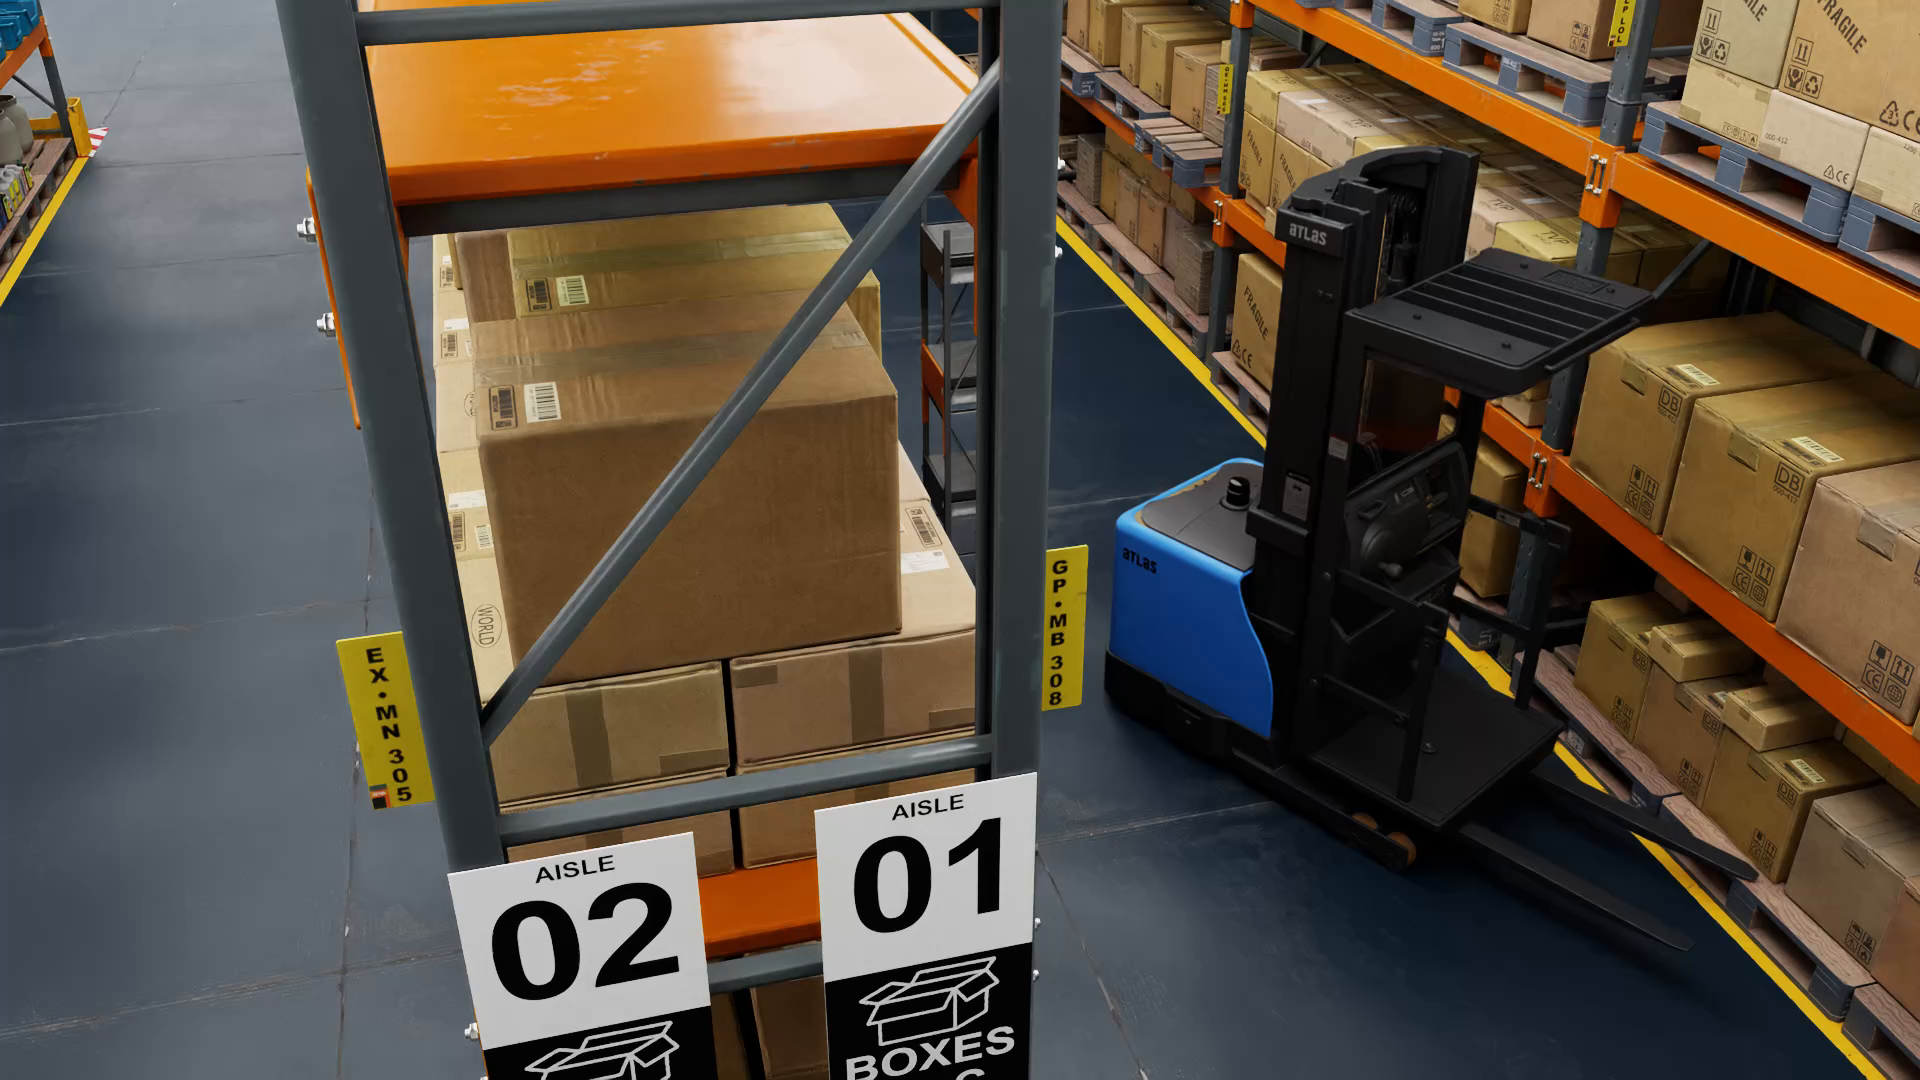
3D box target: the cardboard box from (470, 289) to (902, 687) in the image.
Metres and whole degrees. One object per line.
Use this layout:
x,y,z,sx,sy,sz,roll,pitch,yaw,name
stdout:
-0.509,-0.115,3.094,0.700,0.500,0.500,-8,31,-13,cardboard box

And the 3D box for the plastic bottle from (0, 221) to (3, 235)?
-8.133,-2.723,13.897,0.144,0.351,0.185,-7,31,-12,plastic bottle

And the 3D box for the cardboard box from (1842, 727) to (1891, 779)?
3.957,0.838,6.967,0.380,0.149,0.250,-8,31,-14,cardboard box

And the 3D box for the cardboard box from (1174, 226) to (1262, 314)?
2.053,-2.069,12.617,0.700,0.500,0.500,-7,31,-13,cardboard box

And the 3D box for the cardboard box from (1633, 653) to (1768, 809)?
3.586,0.830,7.628,0.700,0.500,0.500,-8,31,-14,cardboard box

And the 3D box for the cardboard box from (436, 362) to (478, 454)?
-1.001,-0.243,4.062,0.500,0.250,0.500,-8,31,-13,cardboard box

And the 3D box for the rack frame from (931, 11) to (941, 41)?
0.171,-6.483,18.188,1.000,3.000,0.127,-8,31,-13,rack frame

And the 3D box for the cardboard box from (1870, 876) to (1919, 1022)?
4.003,1.578,6.337,0.700,0.500,0.500,-8,31,-13,cardboard box

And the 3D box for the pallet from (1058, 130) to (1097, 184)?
1.020,-3.664,16.101,1.003,0.211,1.213,-8,31,-13,pallet

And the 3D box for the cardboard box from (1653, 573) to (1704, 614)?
3.609,0.210,8.052,0.380,0.149,0.250,-8,31,-14,cardboard box

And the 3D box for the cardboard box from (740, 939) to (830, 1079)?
-0.221,1.179,3.851,0.500,0.500,0.500,-7,31,-12,cardboard box

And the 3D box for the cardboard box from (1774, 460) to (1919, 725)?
3.876,0.150,6.428,0.980,0.700,0.700,-9,31,-16,cardboard box

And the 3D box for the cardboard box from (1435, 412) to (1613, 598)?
3.058,-0.236,9.120,0.750,0.750,0.750,-7,31,-13,cardboard box

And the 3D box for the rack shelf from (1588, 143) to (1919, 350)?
3.887,-0.708,5.935,1.077,0.370,4.000,-8,31,-13,rack shelf

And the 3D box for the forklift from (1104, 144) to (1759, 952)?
2.119,-0.086,7.204,1.130,2.935,3.031,-26,39,-37,forklift

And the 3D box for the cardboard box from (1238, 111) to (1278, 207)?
2.177,-2.532,10.944,0.500,0.500,0.500,-7,31,-12,cardboard box

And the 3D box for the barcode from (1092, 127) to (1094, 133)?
1.296,-3.989,16.214,0.001,0.075,0.075,-8,31,-13,barcode

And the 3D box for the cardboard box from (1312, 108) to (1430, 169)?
2.446,-2.371,9.917,0.500,0.250,0.500,-8,31,-13,cardboard box

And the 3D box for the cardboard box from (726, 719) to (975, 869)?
-0.248,0.390,3.469,0.500,0.250,0.500,-8,31,-13,cardboard box

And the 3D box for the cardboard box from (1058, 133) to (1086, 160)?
1.062,-3.770,15.889,0.380,0.166,0.250,-12,32,-20,cardboard box

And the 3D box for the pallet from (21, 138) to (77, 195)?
-9.105,-3.536,15.879,1.003,0.211,1.213,-8,31,-13,pallet

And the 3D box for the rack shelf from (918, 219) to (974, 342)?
0.044,-1.423,8.973,0.431,0.518,0.480,-8,31,-13,rack shelf

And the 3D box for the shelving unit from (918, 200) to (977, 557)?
0.044,-0.829,9.317,0.431,2.100,0.503,-8,31,-13,shelving unit

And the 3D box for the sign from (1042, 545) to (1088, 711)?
0.166,0.156,2.850,0.100,0.325,0.005,-8,31,-13,sign

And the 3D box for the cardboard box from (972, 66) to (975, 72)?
0.419,-4.889,17.678,0.500,0.311,0.500,-5,30,-9,cardboard box

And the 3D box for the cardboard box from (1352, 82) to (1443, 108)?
2.799,-2.690,10.468,0.500,0.250,0.500,-9,31,-15,cardboard box

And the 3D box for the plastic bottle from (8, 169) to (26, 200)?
-8.393,-3.157,14.720,0.152,0.276,0.135,-9,31,-15,plastic bottle

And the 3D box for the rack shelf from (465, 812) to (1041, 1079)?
-0.888,-0.048,4.794,1.077,0.370,4.000,-8,31,-13,rack shelf

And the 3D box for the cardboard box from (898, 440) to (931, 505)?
-0.368,-0.070,3.764,0.500,0.250,0.500,-8,31,-13,cardboard box

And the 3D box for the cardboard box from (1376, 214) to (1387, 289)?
2.583,-1.787,9.658,0.500,0.500,0.500,-7,31,-12,cardboard box

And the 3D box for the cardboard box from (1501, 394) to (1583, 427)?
2.994,-0.713,8.450,0.380,0.149,0.250,-8,31,-13,cardboard box

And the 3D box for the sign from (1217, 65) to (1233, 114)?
1.774,-3.010,11.110,0.100,0.325,0.005,-8,31,-13,sign

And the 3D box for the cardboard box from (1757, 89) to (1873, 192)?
3.407,-1.529,6.265,0.500,0.250,0.500,-9,31,-14,cardboard box

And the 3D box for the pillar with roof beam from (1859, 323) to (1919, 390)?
0.225,-2.489,5.297,9.100,9.000,0.400,-8,31,-13,pillar with roof beam

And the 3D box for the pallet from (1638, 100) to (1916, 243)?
3.563,-1.551,6.760,1.003,0.211,1.213,-8,31,-13,pallet

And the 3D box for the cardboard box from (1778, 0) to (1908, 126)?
3.417,-1.841,6.056,0.500,0.500,0.500,-8,31,-14,cardboard box

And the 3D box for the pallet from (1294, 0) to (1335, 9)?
2.517,-3.532,10.283,1.213,0.211,1.003,-6,31,-11,pallet

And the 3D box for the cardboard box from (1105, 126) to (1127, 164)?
1.564,-3.419,14.201,0.500,0.250,0.500,-8,31,-14,cardboard box

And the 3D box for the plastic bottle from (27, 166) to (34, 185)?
-8.470,-3.317,15.071,0.097,0.201,0.097,0,30,0,plastic bottle

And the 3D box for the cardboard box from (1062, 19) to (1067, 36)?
0.815,-4.684,15.208,0.500,0.250,0.500,-8,31,-13,cardboard box

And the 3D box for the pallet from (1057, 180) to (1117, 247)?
1.441,-2.969,14.899,1.003,0.211,1.213,-8,31,-13,pallet

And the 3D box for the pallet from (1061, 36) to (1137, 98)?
1.295,-4.080,14.227,1.003,0.211,1.213,-8,31,-13,pallet

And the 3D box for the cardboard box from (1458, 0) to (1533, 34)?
3.018,-2.919,8.497,0.700,0.500,0.500,-8,31,-14,cardboard box

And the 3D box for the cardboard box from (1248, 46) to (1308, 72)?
2.174,-3.297,11.496,0.380,0.149,0.250,-12,32,-20,cardboard box

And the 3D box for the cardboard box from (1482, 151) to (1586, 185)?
3.202,-1.943,9.178,0.500,0.250,0.500,-9,31,-15,cardboard box

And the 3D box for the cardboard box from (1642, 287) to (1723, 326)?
3.477,-1.124,8.512,0.500,0.500,0.500,-9,31,-15,cardboard box

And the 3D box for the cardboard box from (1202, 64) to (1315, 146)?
2.160,-3.079,11.767,0.700,0.500,0.500,-12,32,-19,cardboard box

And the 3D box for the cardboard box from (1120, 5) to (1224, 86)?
1.681,-3.950,13.272,0.700,0.500,0.500,-4,30,-6,cardboard box

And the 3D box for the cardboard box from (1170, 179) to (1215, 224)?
1.962,-2.677,12.919,0.500,0.250,0.500,-7,31,-12,cardboard box

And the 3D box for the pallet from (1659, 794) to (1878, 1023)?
3.810,1.487,7.201,1.003,0.211,1.213,-8,31,-13,pallet

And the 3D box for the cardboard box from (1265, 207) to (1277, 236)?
2.206,-2.067,10.789,0.380,0.149,0.250,-7,31,-12,cardboard box

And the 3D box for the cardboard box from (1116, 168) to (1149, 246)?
1.726,-2.812,13.901,0.700,0.500,0.500,-8,31,-13,cardboard box

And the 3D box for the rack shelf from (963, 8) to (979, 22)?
0.702,-5.206,16.699,1.077,0.370,4.000,-8,31,-13,rack shelf

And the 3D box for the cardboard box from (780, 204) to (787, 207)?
-0.839,-0.849,4.362,0.700,0.500,0.500,-8,31,-13,cardboard box

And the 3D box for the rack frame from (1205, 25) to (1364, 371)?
2.295,-2.619,11.512,1.000,3.000,0.127,-8,31,-13,rack frame

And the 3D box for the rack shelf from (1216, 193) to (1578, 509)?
2.825,-1.342,10.024,1.077,0.370,4.000,-8,31,-13,rack shelf

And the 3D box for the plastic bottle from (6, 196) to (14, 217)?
-8.236,-2.889,14.333,0.097,0.201,0.097,0,30,0,plastic bottle

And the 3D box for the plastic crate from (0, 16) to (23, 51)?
-8.792,-4.585,15.057,0.499,0.251,0.408,-8,31,-13,plastic crate
